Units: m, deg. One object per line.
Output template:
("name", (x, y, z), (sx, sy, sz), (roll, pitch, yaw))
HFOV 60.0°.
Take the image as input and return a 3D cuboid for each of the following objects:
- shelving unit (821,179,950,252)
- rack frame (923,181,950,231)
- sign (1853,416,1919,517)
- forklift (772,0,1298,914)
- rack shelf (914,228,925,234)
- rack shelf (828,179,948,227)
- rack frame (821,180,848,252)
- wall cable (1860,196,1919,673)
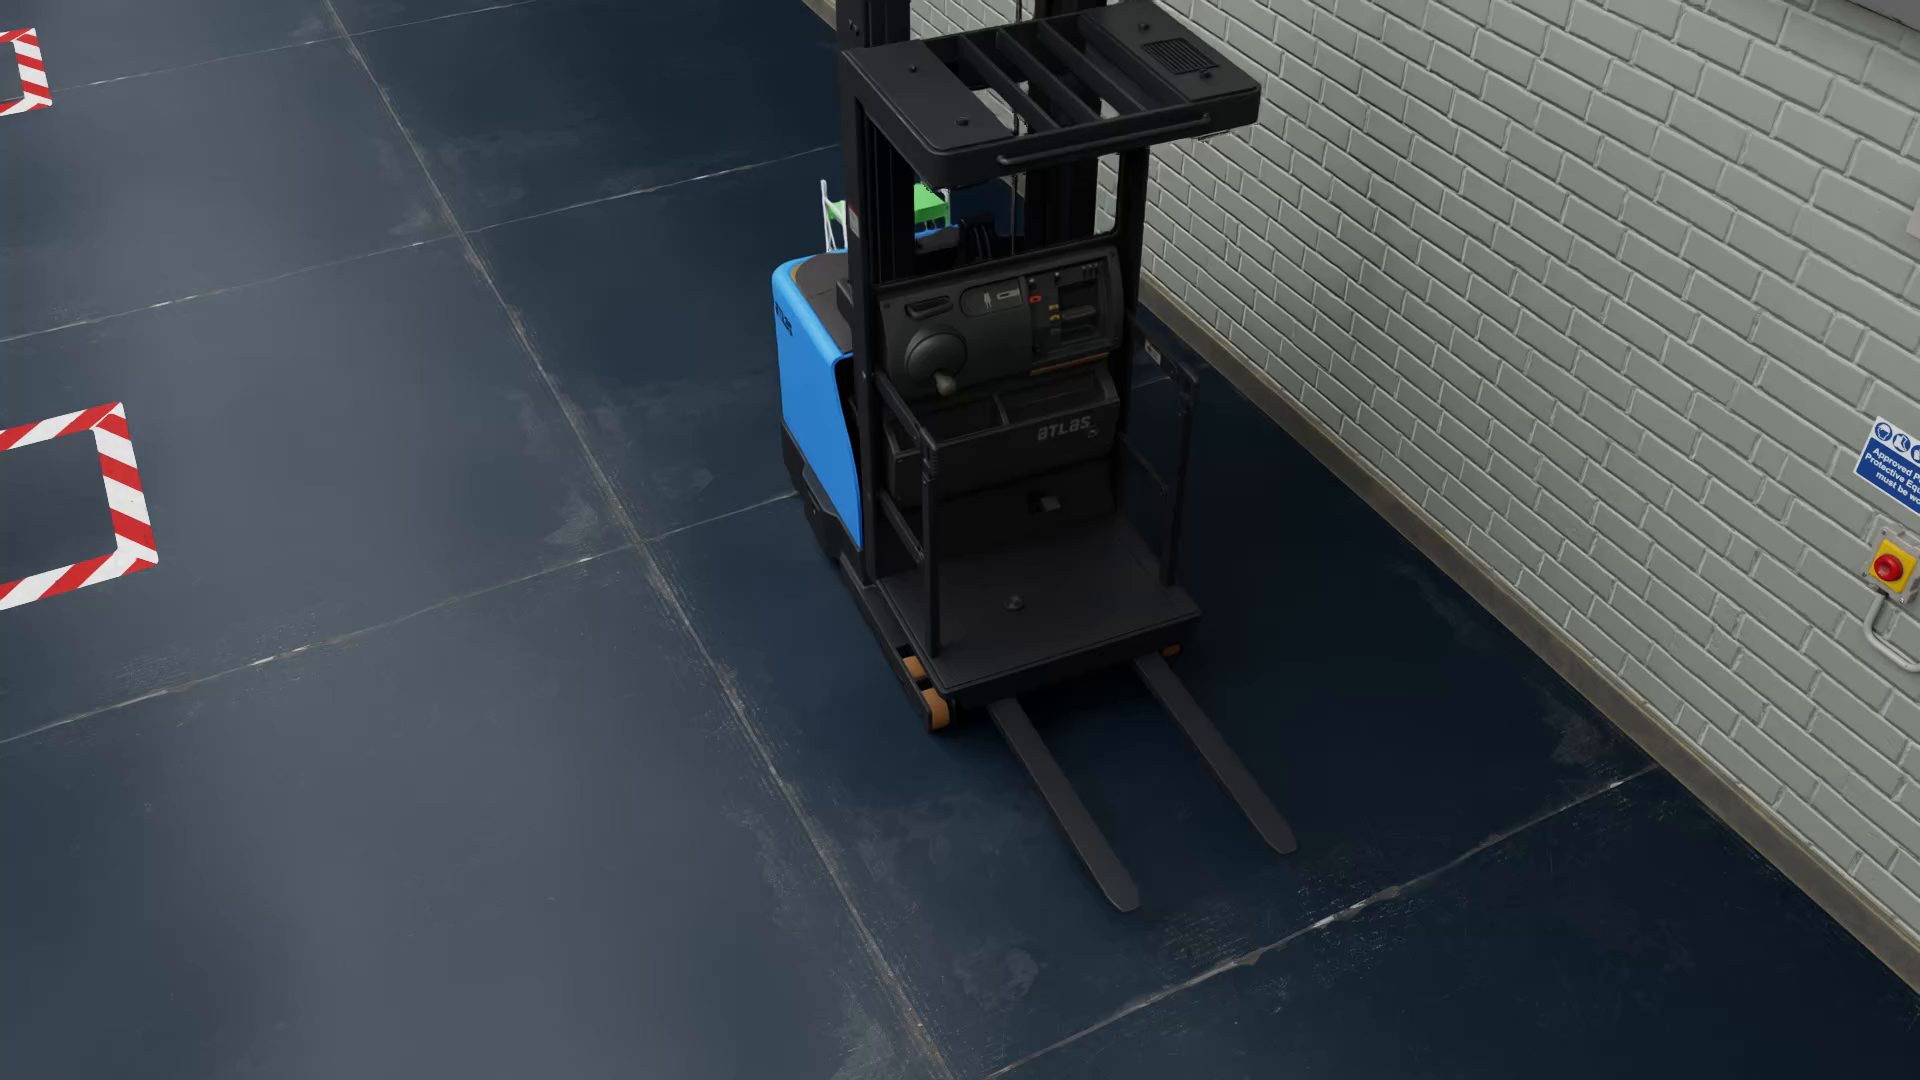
("shelving unit", (-0.312, -1.099, 7.608), (0.503, 1.200, 0.258), (-18, 40, -20))
("rack frame", (-0.094, -1.170, 7.693), (0.015, 1.200, 0.240), (-18, 40, -20))
("sign", (2.832, -0.198, 4.953), (0.001, 0.218, 0.327), (-19, 44, -21))
("forklift", (0.245, -0.707, 5.816), (1.130, 2.935, 3.031), (-16, 43, -18))
("rack shelf", (-0.316, -1.239, 7.502), (0.480, 0.148, 0.258), (-18, 40, -20))
("rack shelf", (-0.323, -1.430, 7.357), (0.480, 0.148, 0.258), (-18, 40, -20))
("rack frame", (-0.529, -1.028, 7.524), (0.015, 1.200, 0.240), (-18, 40, -20))
("wall cable", (2.800, -0.449, 4.648), (0.123, 1.953, 0.585), (-19, 44, -21))
